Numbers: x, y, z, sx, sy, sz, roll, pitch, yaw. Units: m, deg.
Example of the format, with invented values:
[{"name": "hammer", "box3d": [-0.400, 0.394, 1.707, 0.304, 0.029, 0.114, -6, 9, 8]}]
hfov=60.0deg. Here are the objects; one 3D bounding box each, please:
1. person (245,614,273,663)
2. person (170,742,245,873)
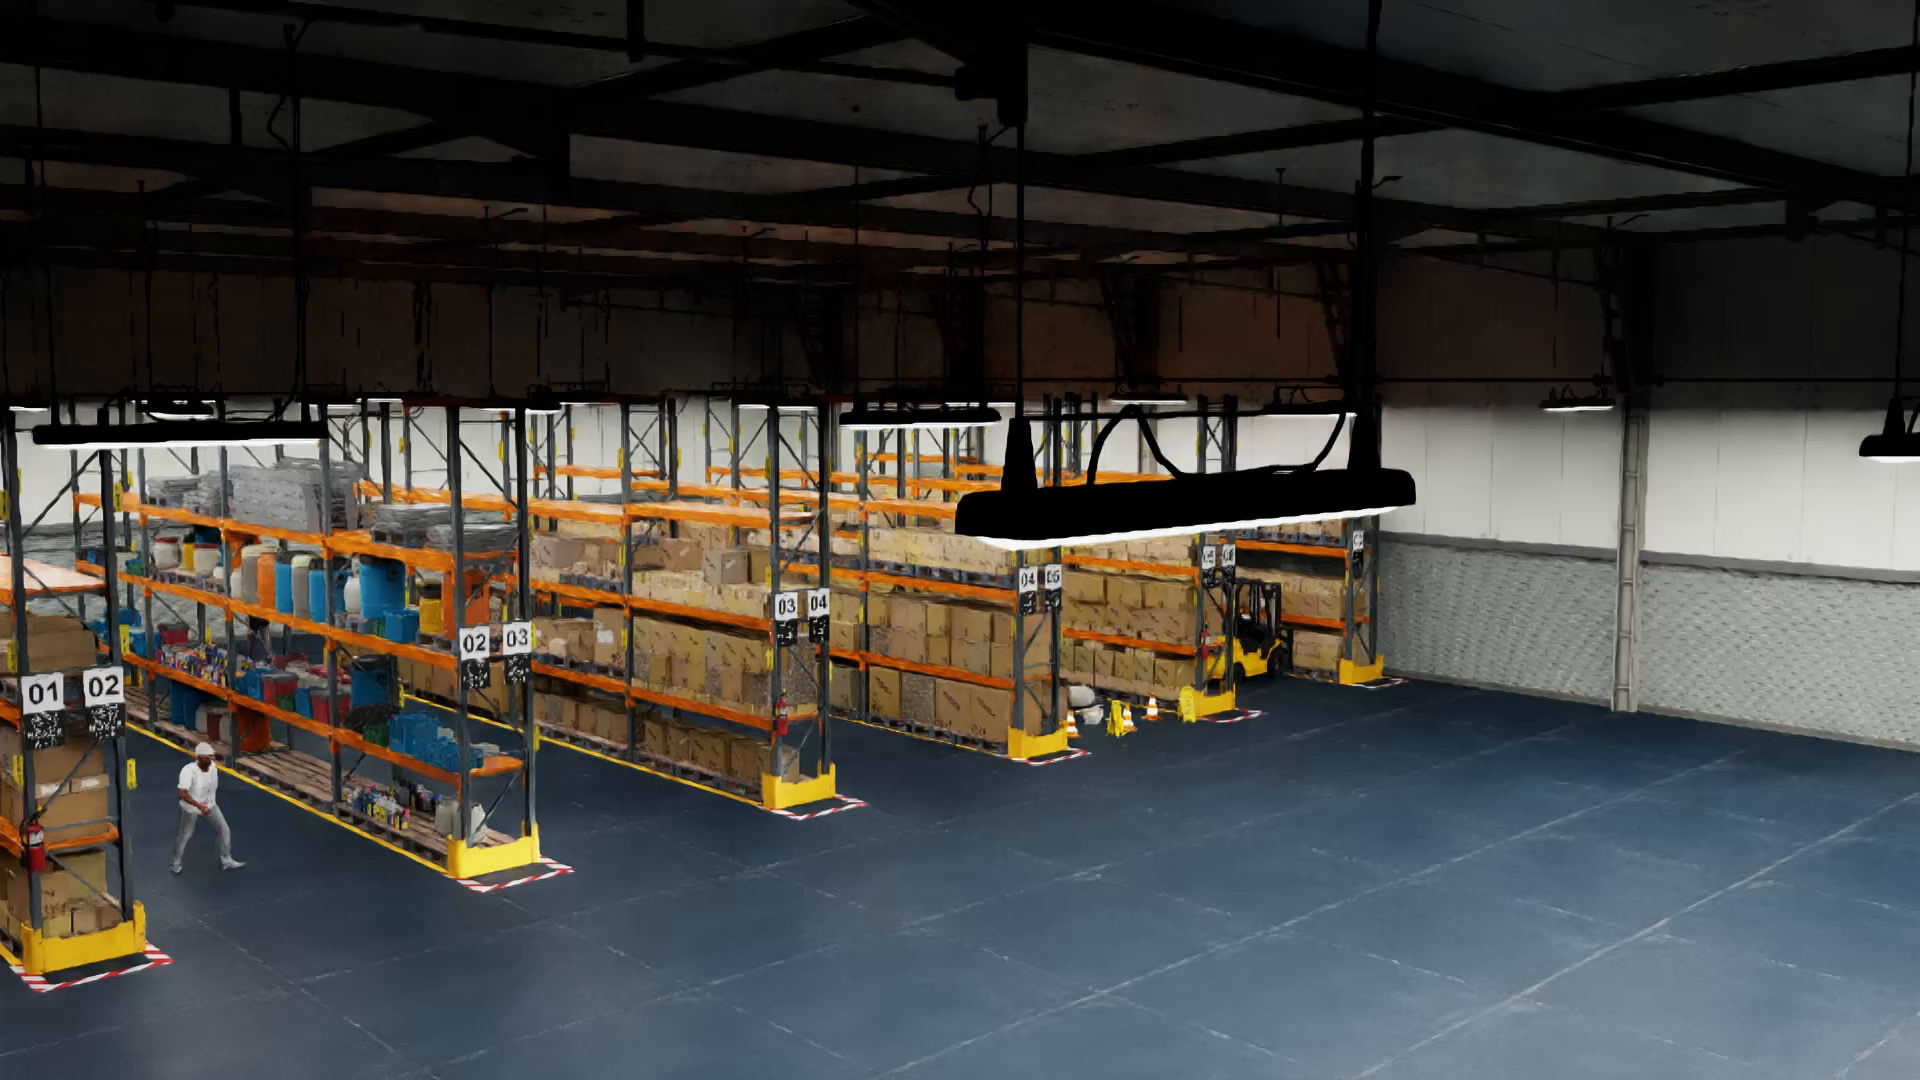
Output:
[{"name": "person", "box3d": [-15.672, 1.915, 37.109, 0.543, 1.648, 1.114, -5, 7, -40]}, {"name": "person", "box3d": [-9.751, 3.417, 21.322, 0.828, 1.701, 0.704, 3, 6, 28]}]
